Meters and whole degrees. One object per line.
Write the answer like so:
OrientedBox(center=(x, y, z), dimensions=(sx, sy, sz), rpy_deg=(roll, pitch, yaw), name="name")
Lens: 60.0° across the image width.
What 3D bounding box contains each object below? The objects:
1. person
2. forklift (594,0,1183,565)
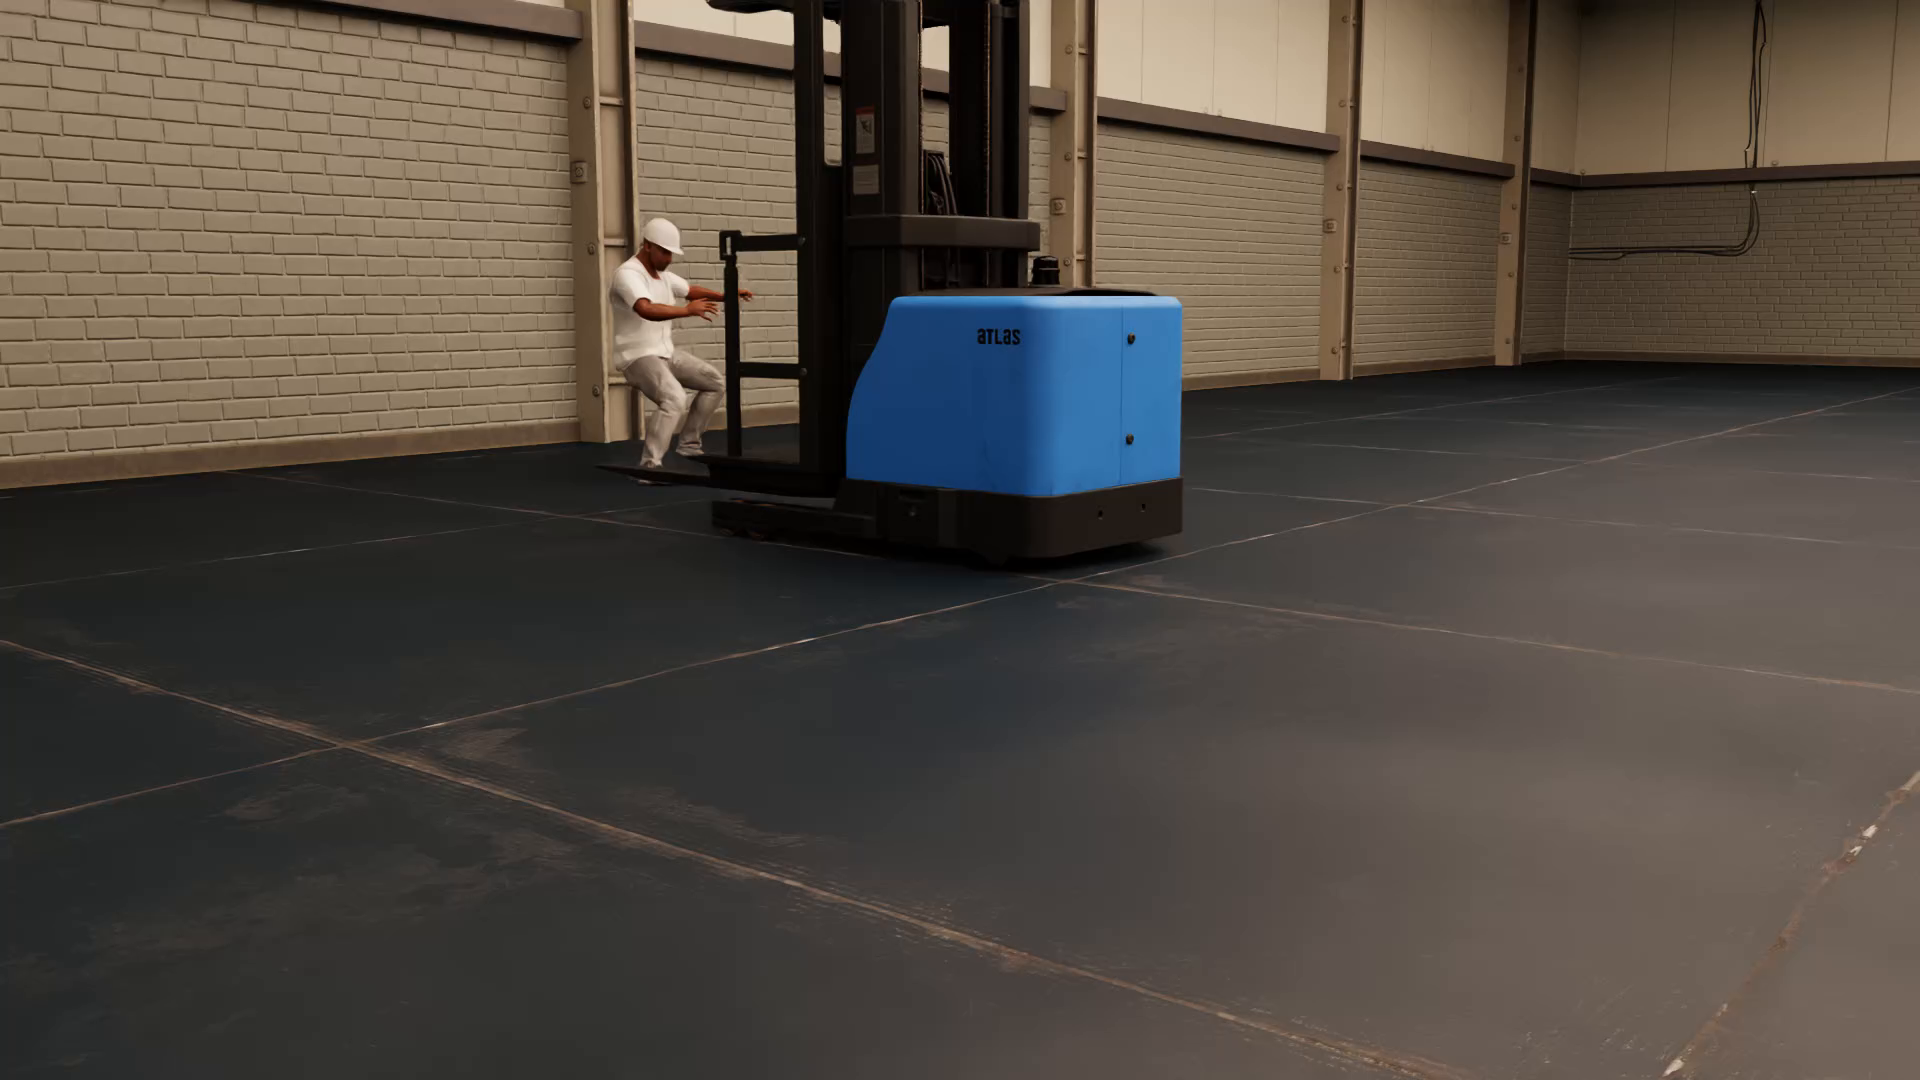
OrientedBox(center=(-1.694, -1.144, 9.960), dimensions=(0.744, 1.530, 1.099), rpy_deg=(3, 9, 17), name="person")
OrientedBox(center=(-0.495, -1.502, 7.547), dimensions=(3.031, 2.935, 1.130), rpy_deg=(7, 11, 40), name="forklift")
